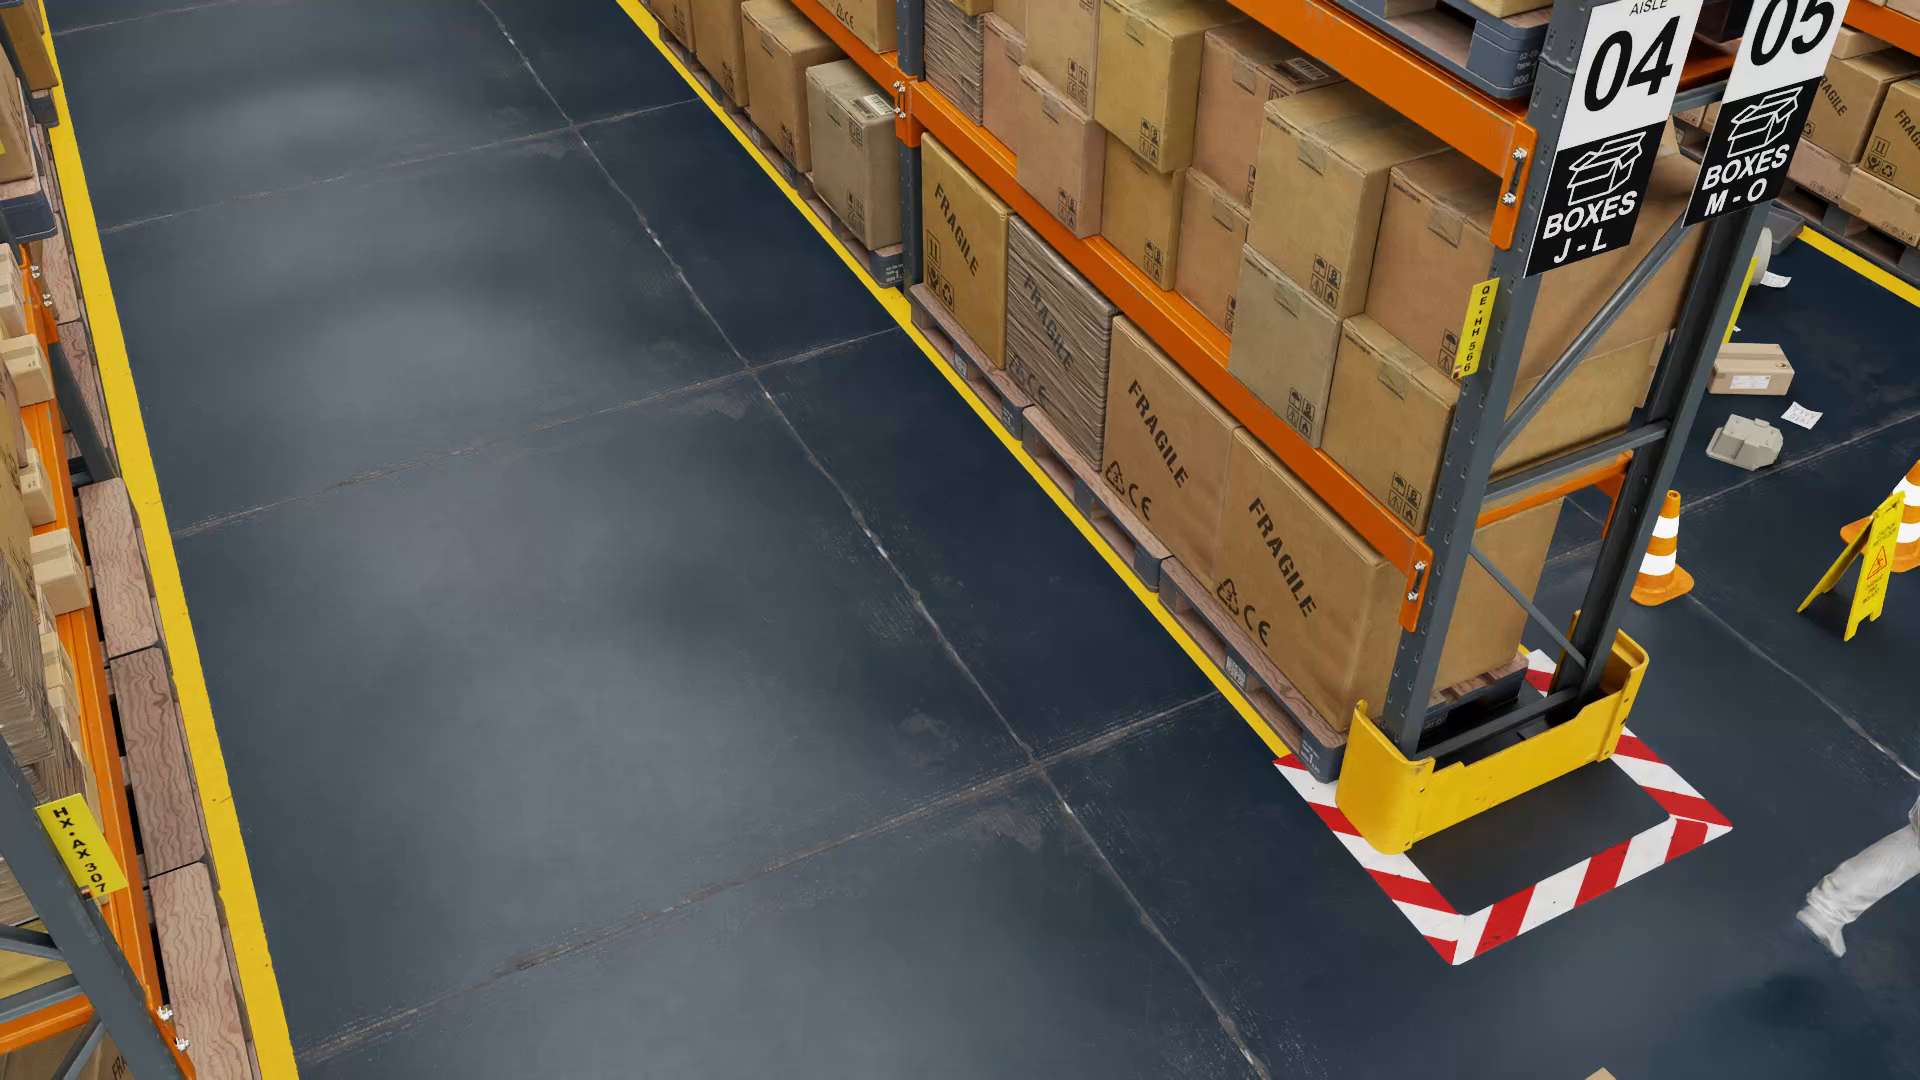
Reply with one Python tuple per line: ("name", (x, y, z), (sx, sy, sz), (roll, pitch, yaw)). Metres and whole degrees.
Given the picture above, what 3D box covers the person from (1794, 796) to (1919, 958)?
("person", (3.230, 0.770, 5.243), (0.843, 1.761, 0.568), (-11, 42, -13))
